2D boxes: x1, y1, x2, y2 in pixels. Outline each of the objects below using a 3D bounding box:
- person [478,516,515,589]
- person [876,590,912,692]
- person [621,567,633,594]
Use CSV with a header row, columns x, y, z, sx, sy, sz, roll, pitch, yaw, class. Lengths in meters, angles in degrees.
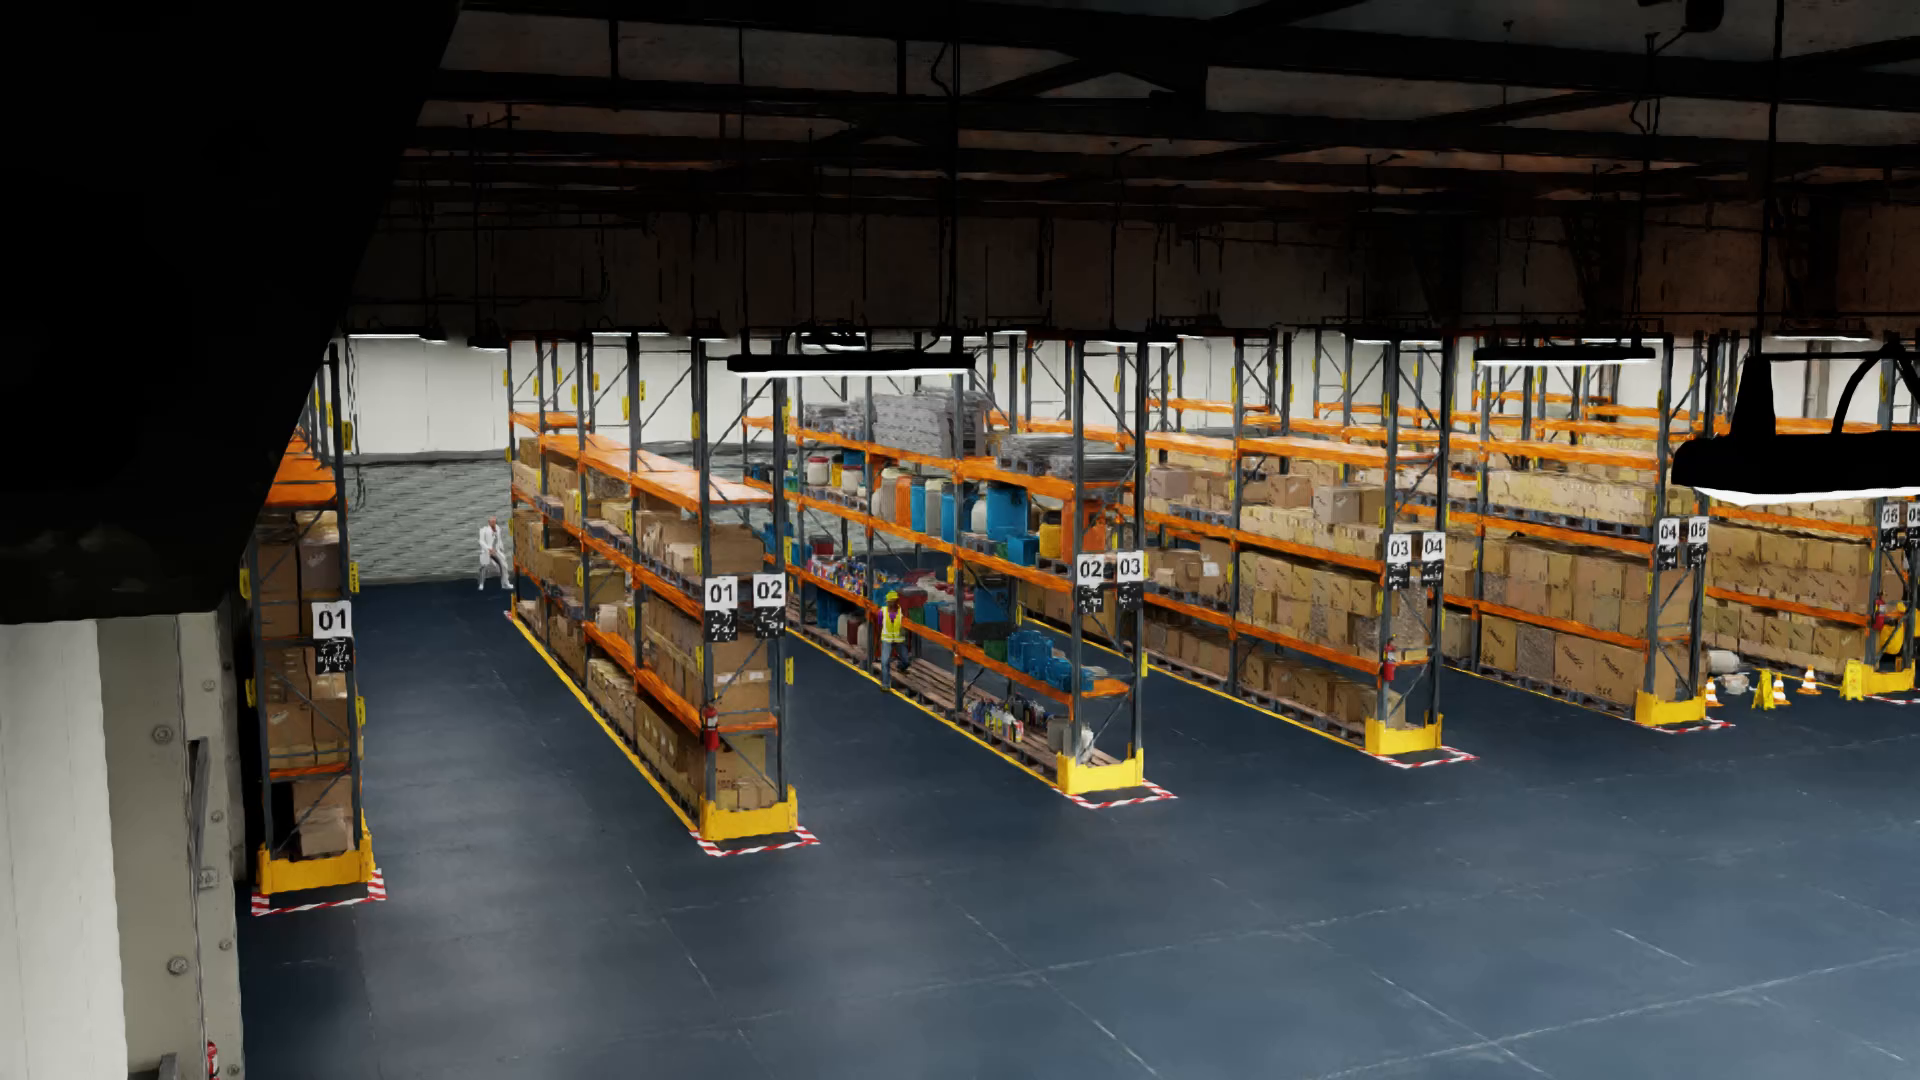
x,y,z,sx,sy,sz,roll,pitch,yaw,class
-10.742,0.287,38.132,0.716,1.719,0.858,-7,11,-42,person
-1.114,1.680,28.052,0.617,1.719,0.979,0,8,-2,person
-6.843,0.867,34.035,0.719,1.714,0.578,-4,9,-24,person
